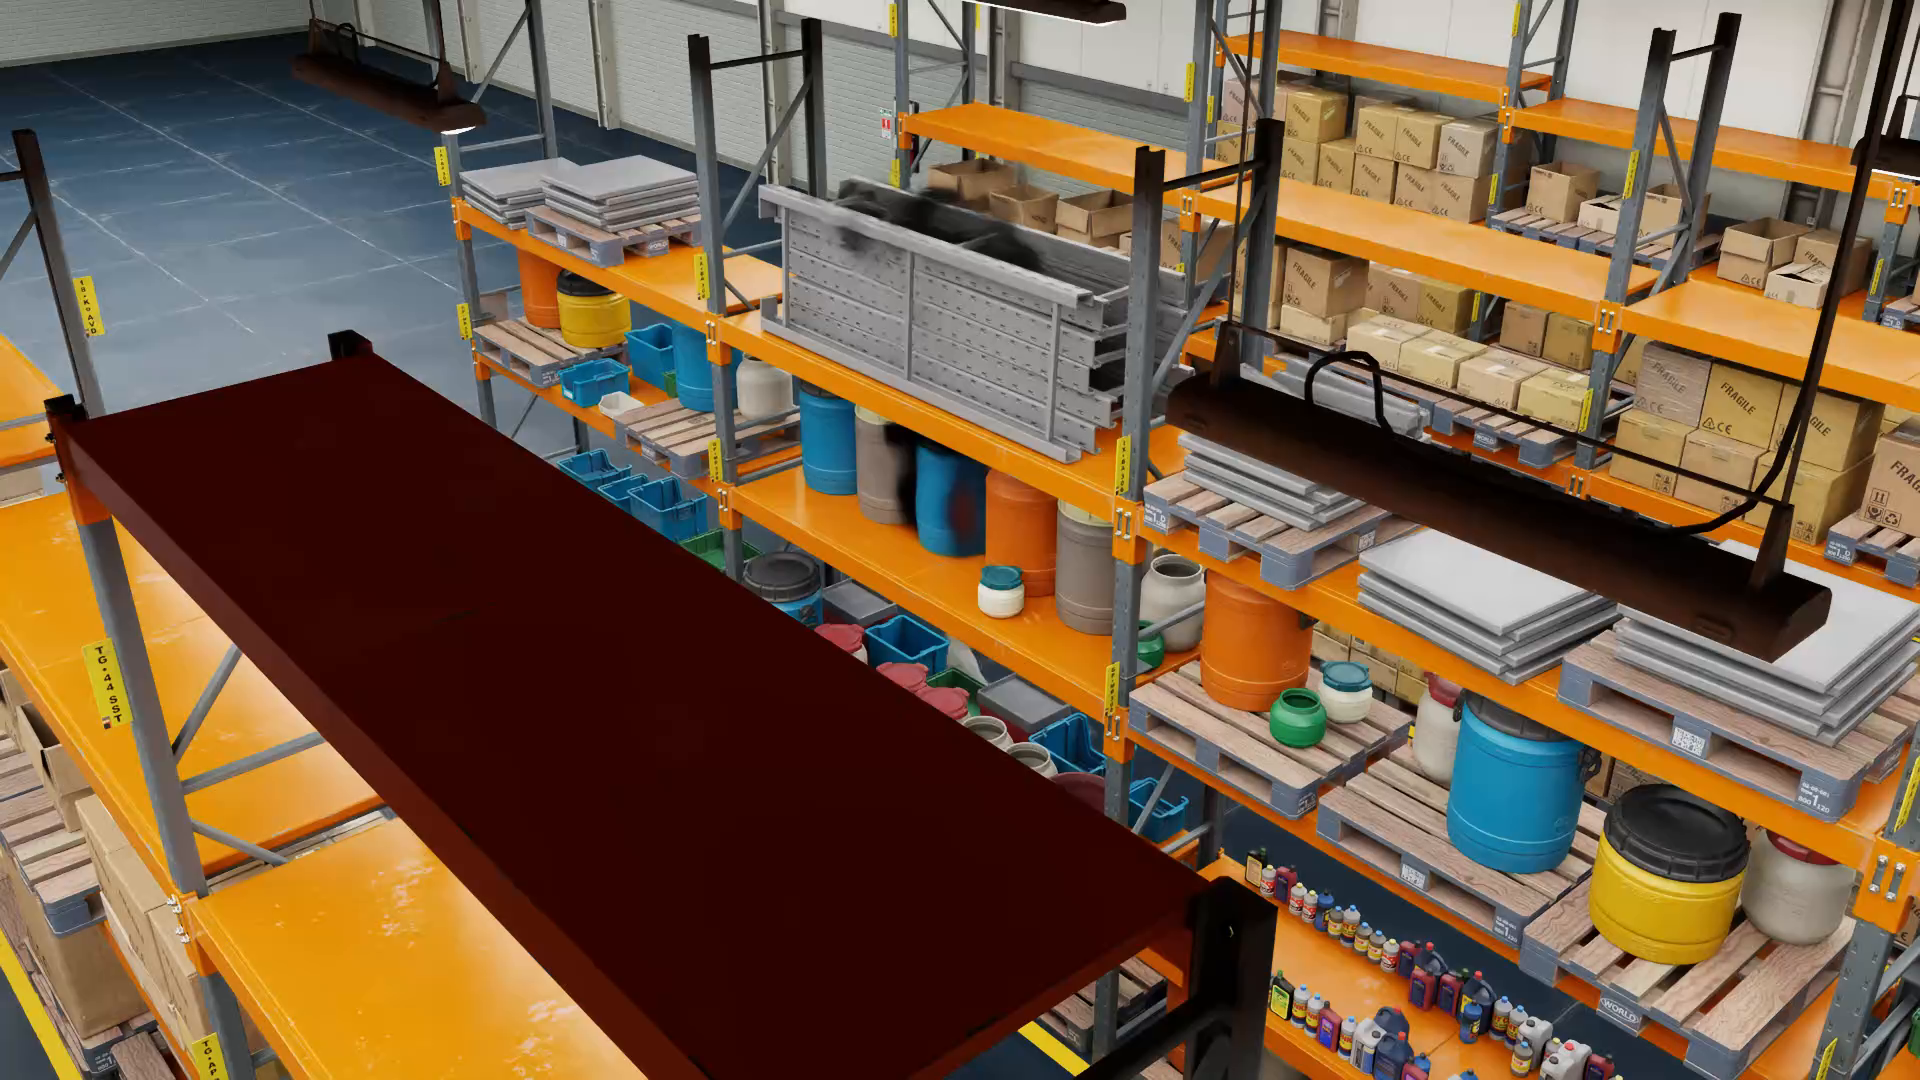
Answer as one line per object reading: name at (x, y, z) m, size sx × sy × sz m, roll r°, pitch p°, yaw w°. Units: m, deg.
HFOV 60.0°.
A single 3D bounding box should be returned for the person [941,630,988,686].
person at (0.002, 0.651, 14.482) m, size 0.554 × 1.695 × 0.777 m, roll -24°, pitch 35°, yaw -39°
